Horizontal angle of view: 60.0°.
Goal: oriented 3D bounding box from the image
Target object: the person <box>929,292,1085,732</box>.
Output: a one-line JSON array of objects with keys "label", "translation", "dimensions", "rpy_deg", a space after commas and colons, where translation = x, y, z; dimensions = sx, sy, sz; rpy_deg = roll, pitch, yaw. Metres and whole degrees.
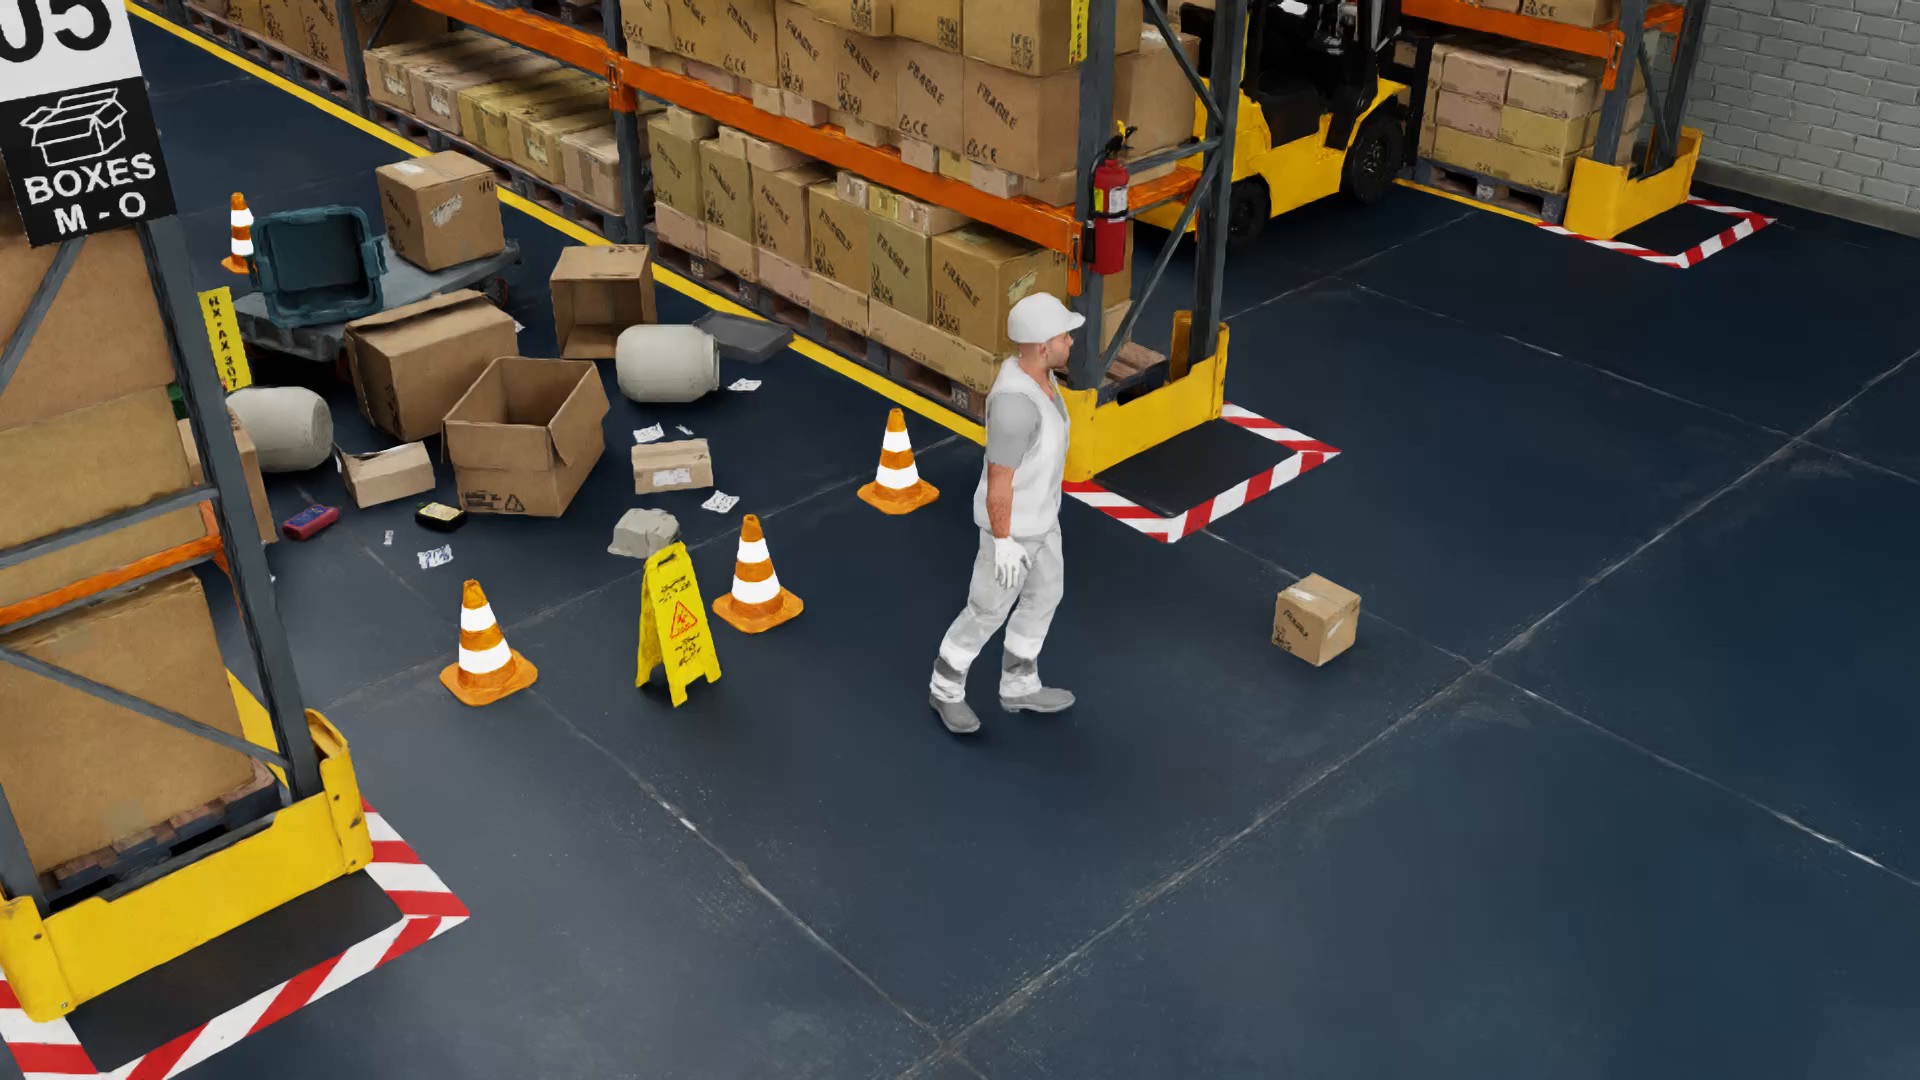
[{"label": "person", "translation": [0.170, -0.084, 6.255], "dimensions": [0.562, 1.777, 0.578], "rpy_deg": [8, 32, 13]}]
